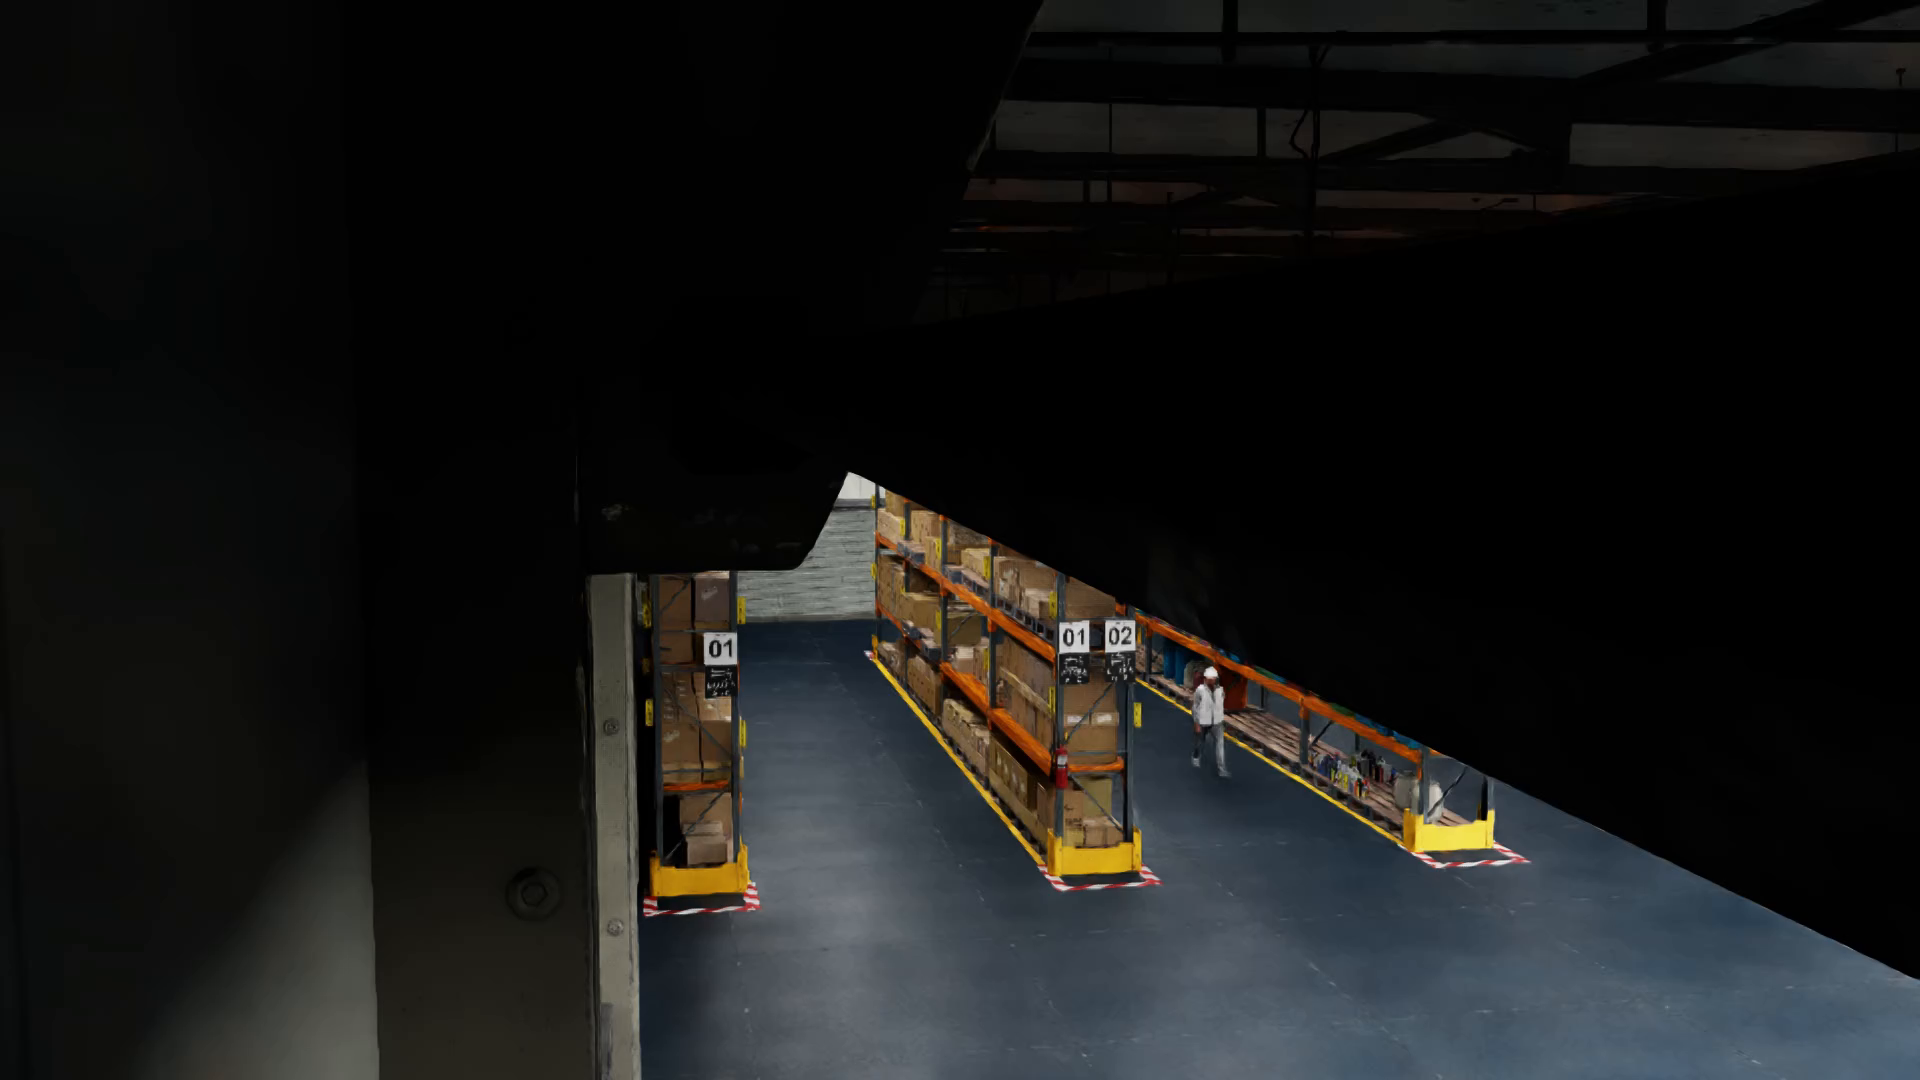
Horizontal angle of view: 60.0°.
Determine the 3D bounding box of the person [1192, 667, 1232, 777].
[{"bbox_3d":[3.887,2.811,25.982,0.542,1.698,1.115,-1,6,-9],"label":"person"}]
